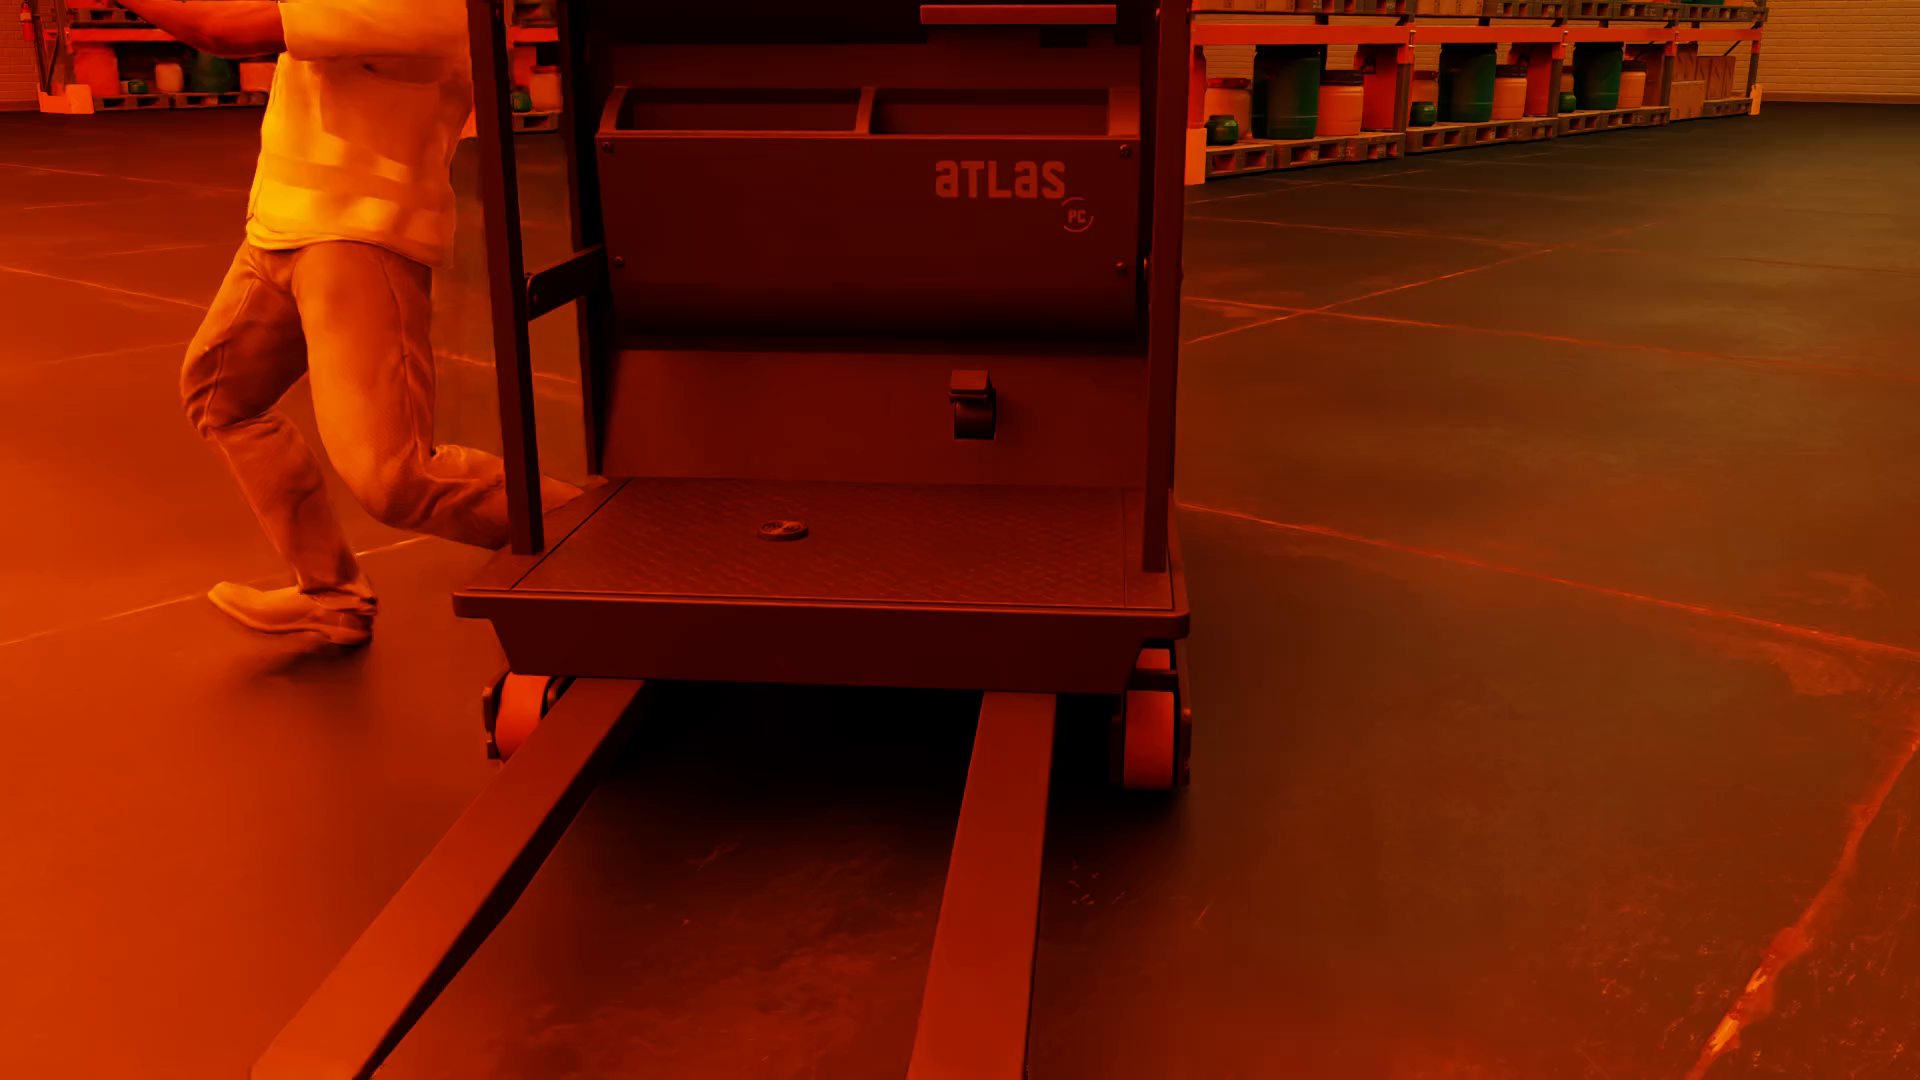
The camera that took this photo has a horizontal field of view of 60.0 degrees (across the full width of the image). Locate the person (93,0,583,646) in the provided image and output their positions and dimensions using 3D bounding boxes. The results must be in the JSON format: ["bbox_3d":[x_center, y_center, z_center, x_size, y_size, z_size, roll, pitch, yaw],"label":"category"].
[{"bbox_3d":[-1.116,-0.536,2.968,0.851,1.594,0.899,-11,20,-32],"label":"person"}]

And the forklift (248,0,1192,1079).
[{"bbox_3d":[-0.172,-1.104,2.534,1.130,2.935,3.031,1,17,5],"label":"forklift"}]
